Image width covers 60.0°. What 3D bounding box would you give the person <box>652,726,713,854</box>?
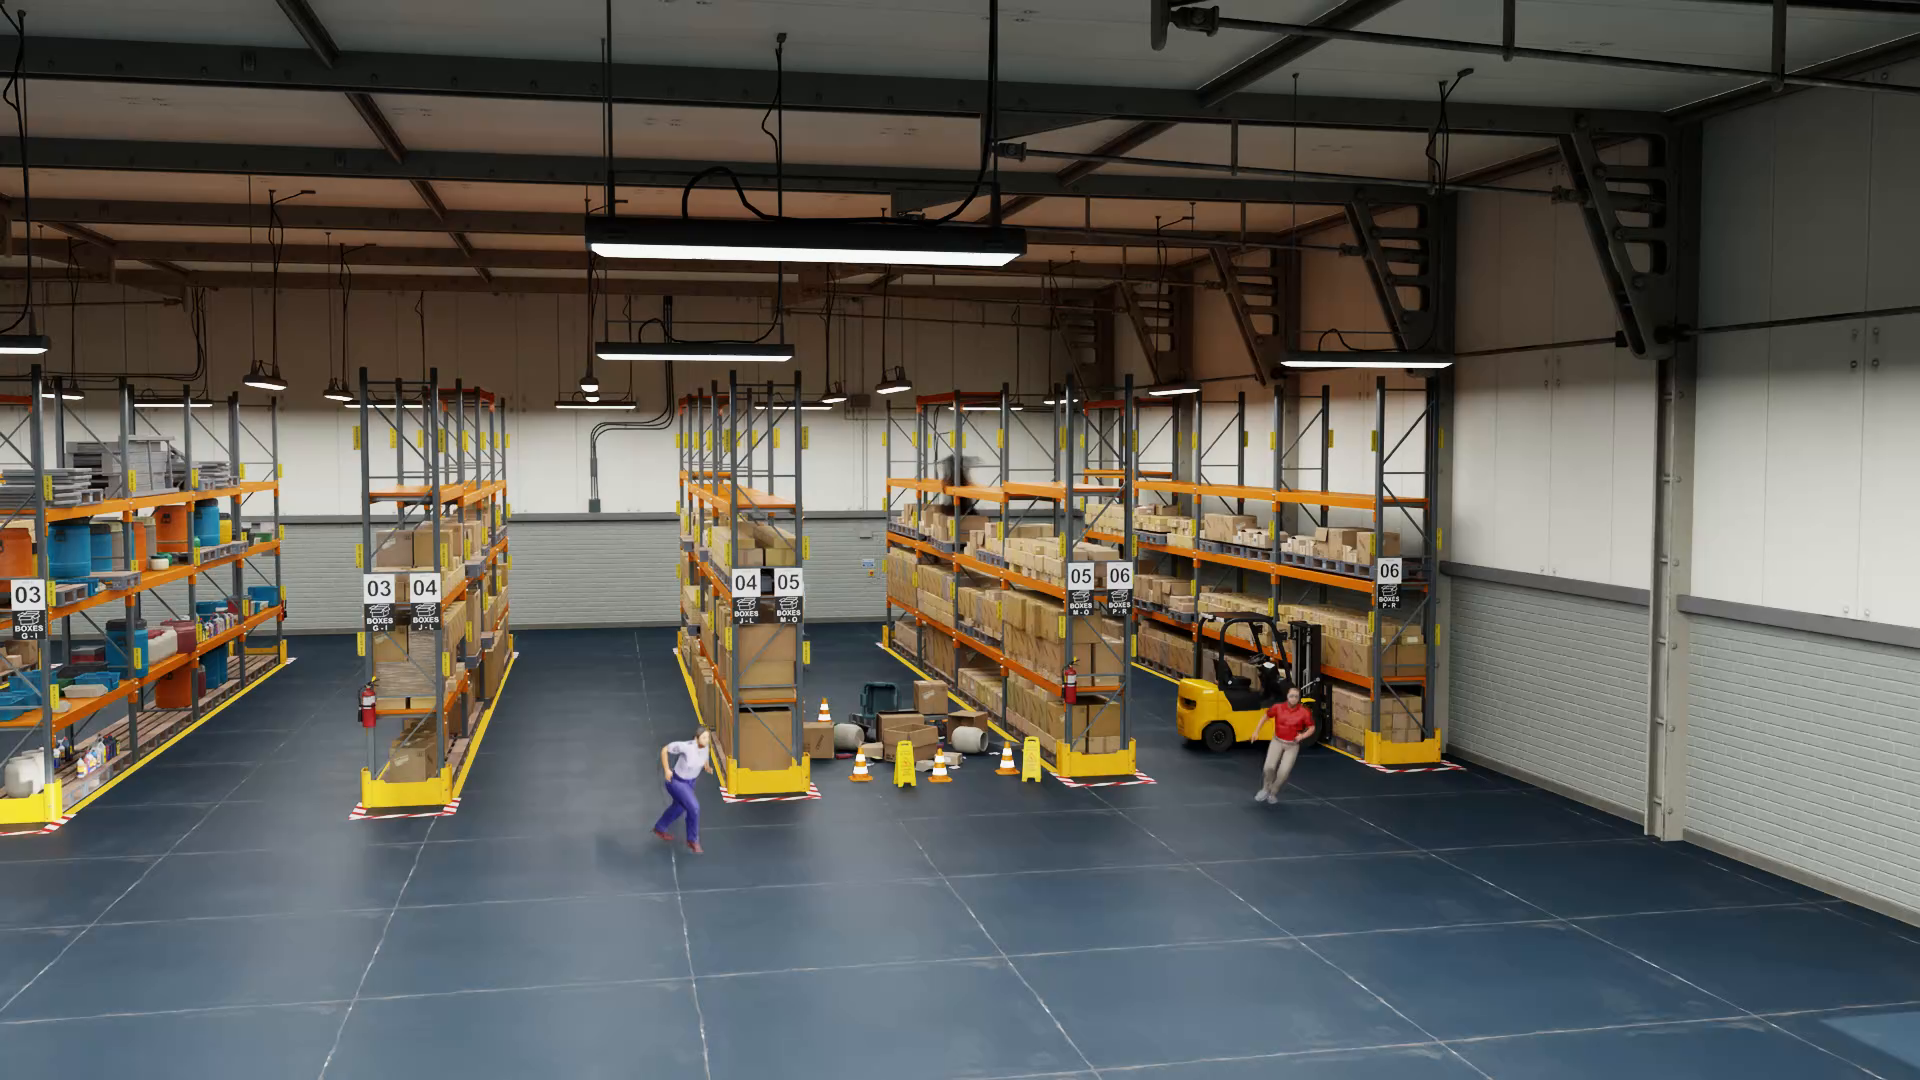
[{"bbox_3d":[-3.424,3.048,20.344,0.929,1.607,0.648,2,4,33],"label":"person"}]

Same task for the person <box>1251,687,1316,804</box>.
[{"bbox_3d":[4.454,2.838,22.872,0.862,1.627,0.679,0,3,6],"label":"person"}]
